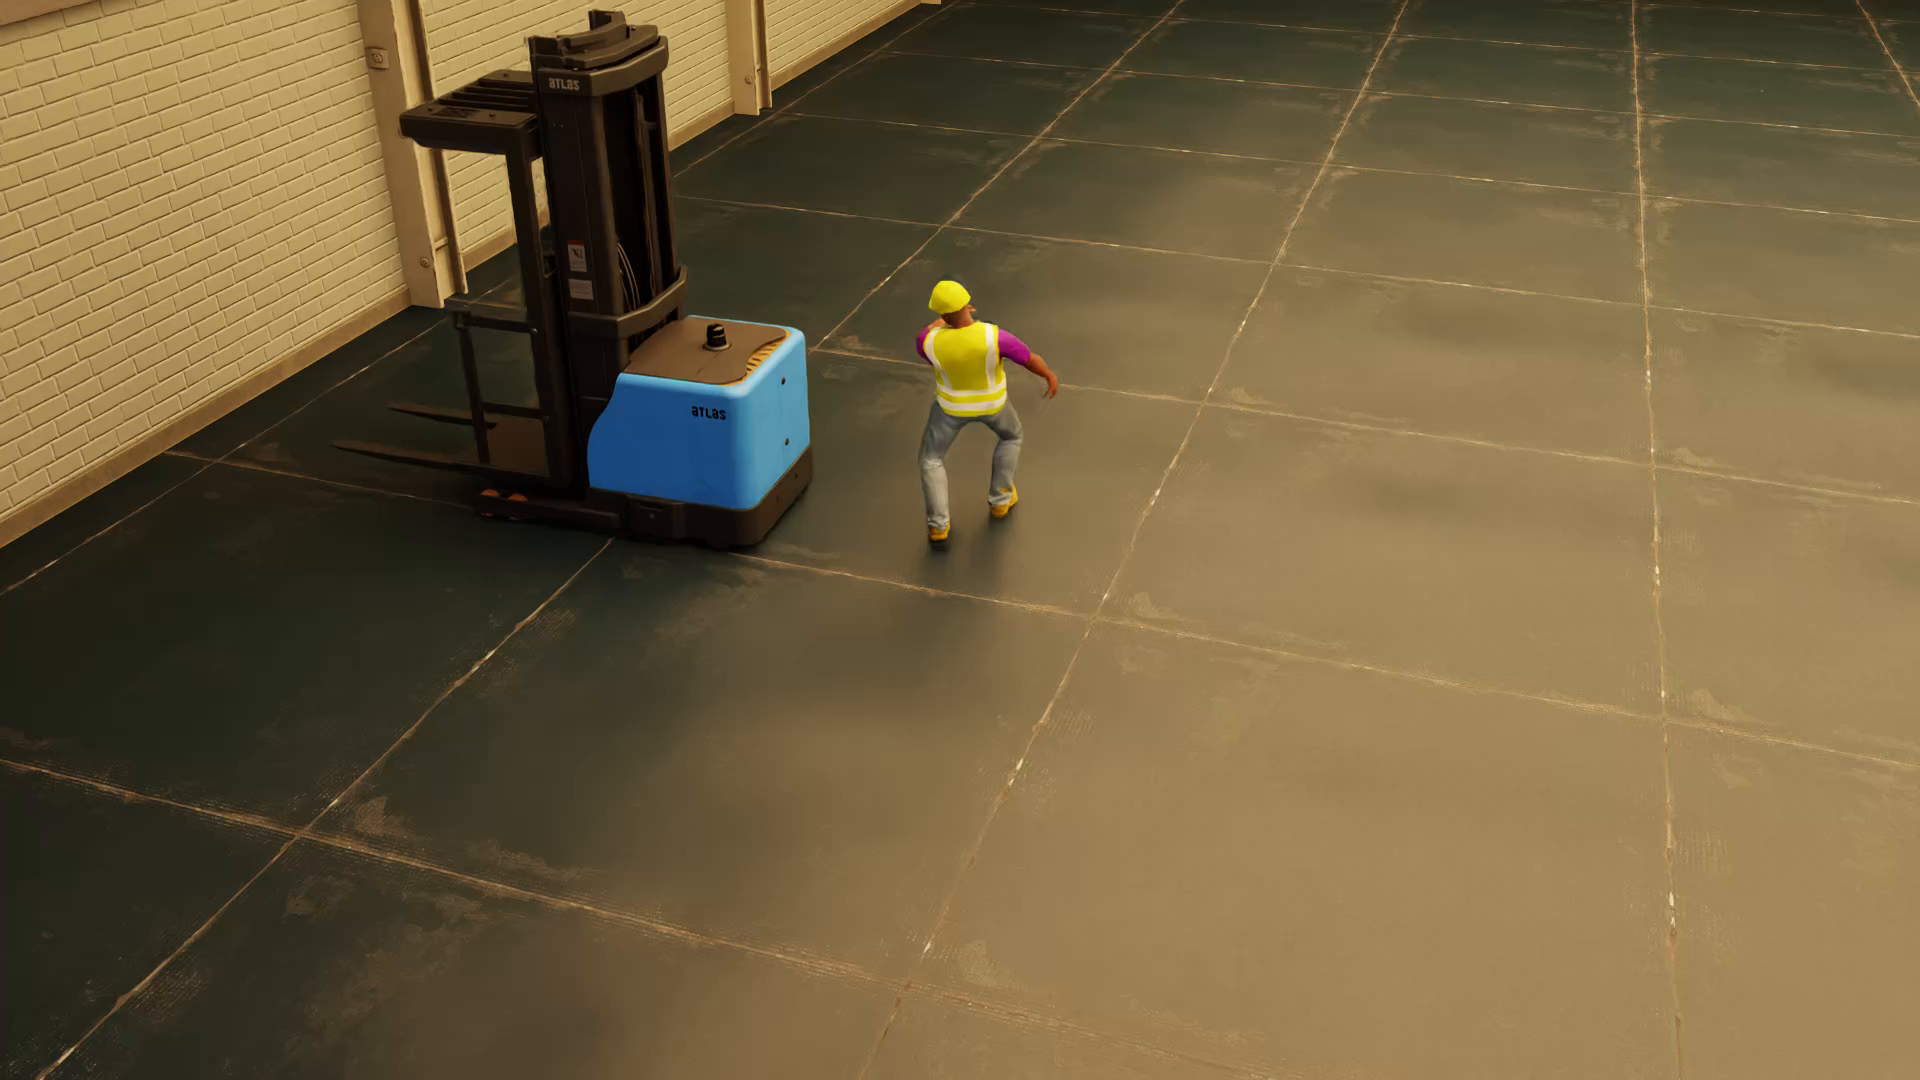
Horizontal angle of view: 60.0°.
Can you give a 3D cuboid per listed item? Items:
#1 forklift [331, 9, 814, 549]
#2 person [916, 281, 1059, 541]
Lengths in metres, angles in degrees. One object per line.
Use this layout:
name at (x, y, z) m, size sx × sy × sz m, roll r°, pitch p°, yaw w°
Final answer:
forklift at (-2.513, -1.631, 9.997) m, size 3.031 × 2.935 × 1.130 m, roll 9°, pitch 31°, yaw 15°
person at (0.162, -0.883, 10.003) m, size 0.863 × 1.608 × 0.871 m, roll -4°, pitch 30°, yaw -8°
